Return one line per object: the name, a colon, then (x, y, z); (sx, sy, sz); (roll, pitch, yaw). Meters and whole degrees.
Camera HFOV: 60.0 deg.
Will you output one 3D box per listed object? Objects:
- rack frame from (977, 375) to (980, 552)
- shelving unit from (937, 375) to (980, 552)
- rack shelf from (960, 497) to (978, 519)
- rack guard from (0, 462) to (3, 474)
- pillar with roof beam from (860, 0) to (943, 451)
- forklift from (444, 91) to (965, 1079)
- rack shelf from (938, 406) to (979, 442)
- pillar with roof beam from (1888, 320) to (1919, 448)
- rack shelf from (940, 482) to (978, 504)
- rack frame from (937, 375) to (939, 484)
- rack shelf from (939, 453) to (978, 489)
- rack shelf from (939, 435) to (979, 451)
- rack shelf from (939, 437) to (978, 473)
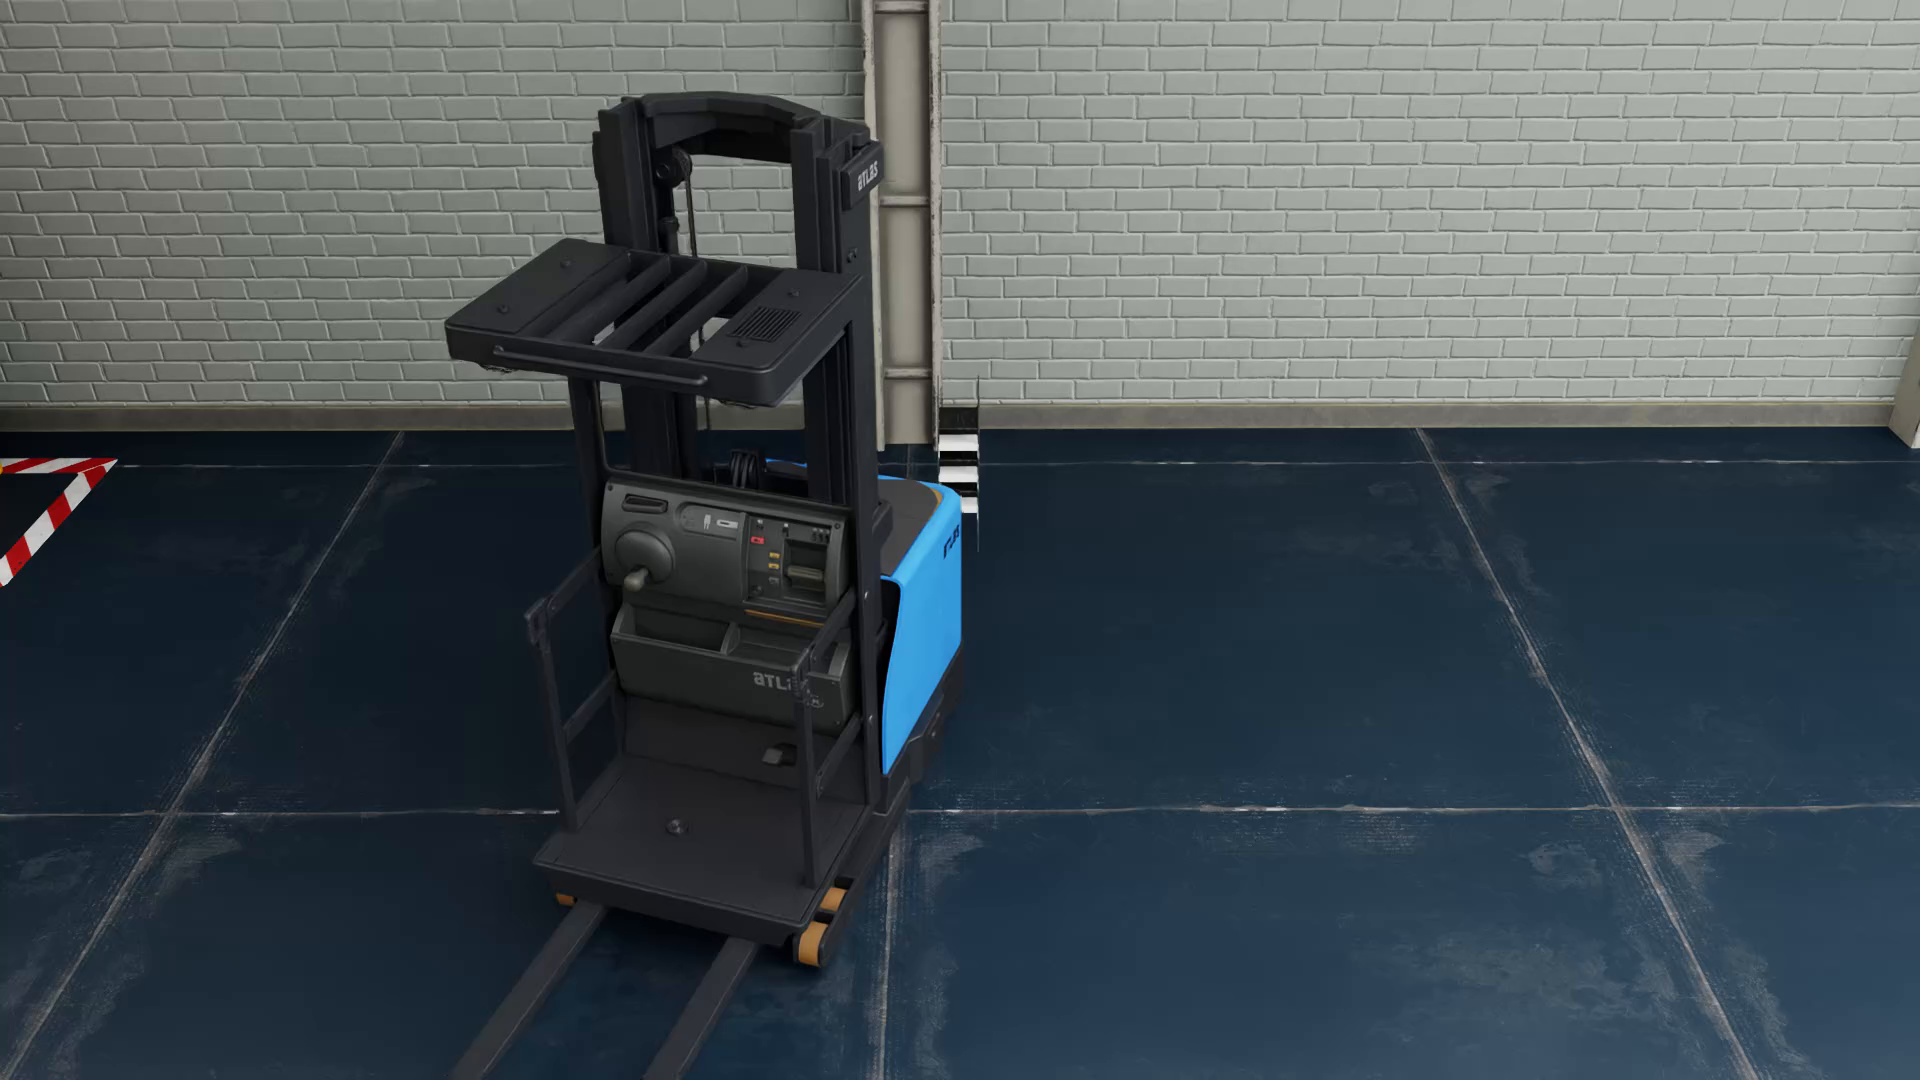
rack frame: (0.094, -0.385, 8.517); (0.006, 0.900, 0.240); (0, 31, 0)
shelving unit: (-0.008, -0.385, 8.517); (0.210, 0.900, 0.258); (0, 31, 0)
rack shelf: (-0.008, -0.202, 8.627); (0.200, 0.077, 0.258); (0, 31, 0)
rack guard: (-5.571, -0.324, 8.803); (0.348, 0.500, 1.175); (0, 31, 0)
pillar with roof beam: (-0.271, -2.209, 3.715); (0.400, 9.000, 9.100); (0, 31, 0)
forklift: (-0.919, 0.088, 5.779); (1.130, 2.935, 3.031); (10, 33, 15)
rack shelf: (-0.008, -0.587, 8.394); (0.200, 0.077, 0.258); (0, 31, 0)
pillar with roof beam: (5.729, -2.228, 3.746); (0.400, 9.000, 9.100); (0, 31, 0)
rack shelf: (-0.008, -0.279, 8.581); (0.200, 0.077, 0.258); (0, 31, 0)
rack frame: (-0.110, -0.384, 8.516); (0.006, 0.900, 0.240); (0, 31, 0)
rack shelf: (-0.008, -0.356, 8.534); (0.200, 0.077, 0.258); (0, 31, 0)
rack shelf: (-0.008, -0.510, 8.440); (0.200, 0.077, 0.258); (0, 31, 0)
rack shelf: (-0.008, -0.433, 8.487); (0.200, 0.077, 0.258); (0, 31, 0)
